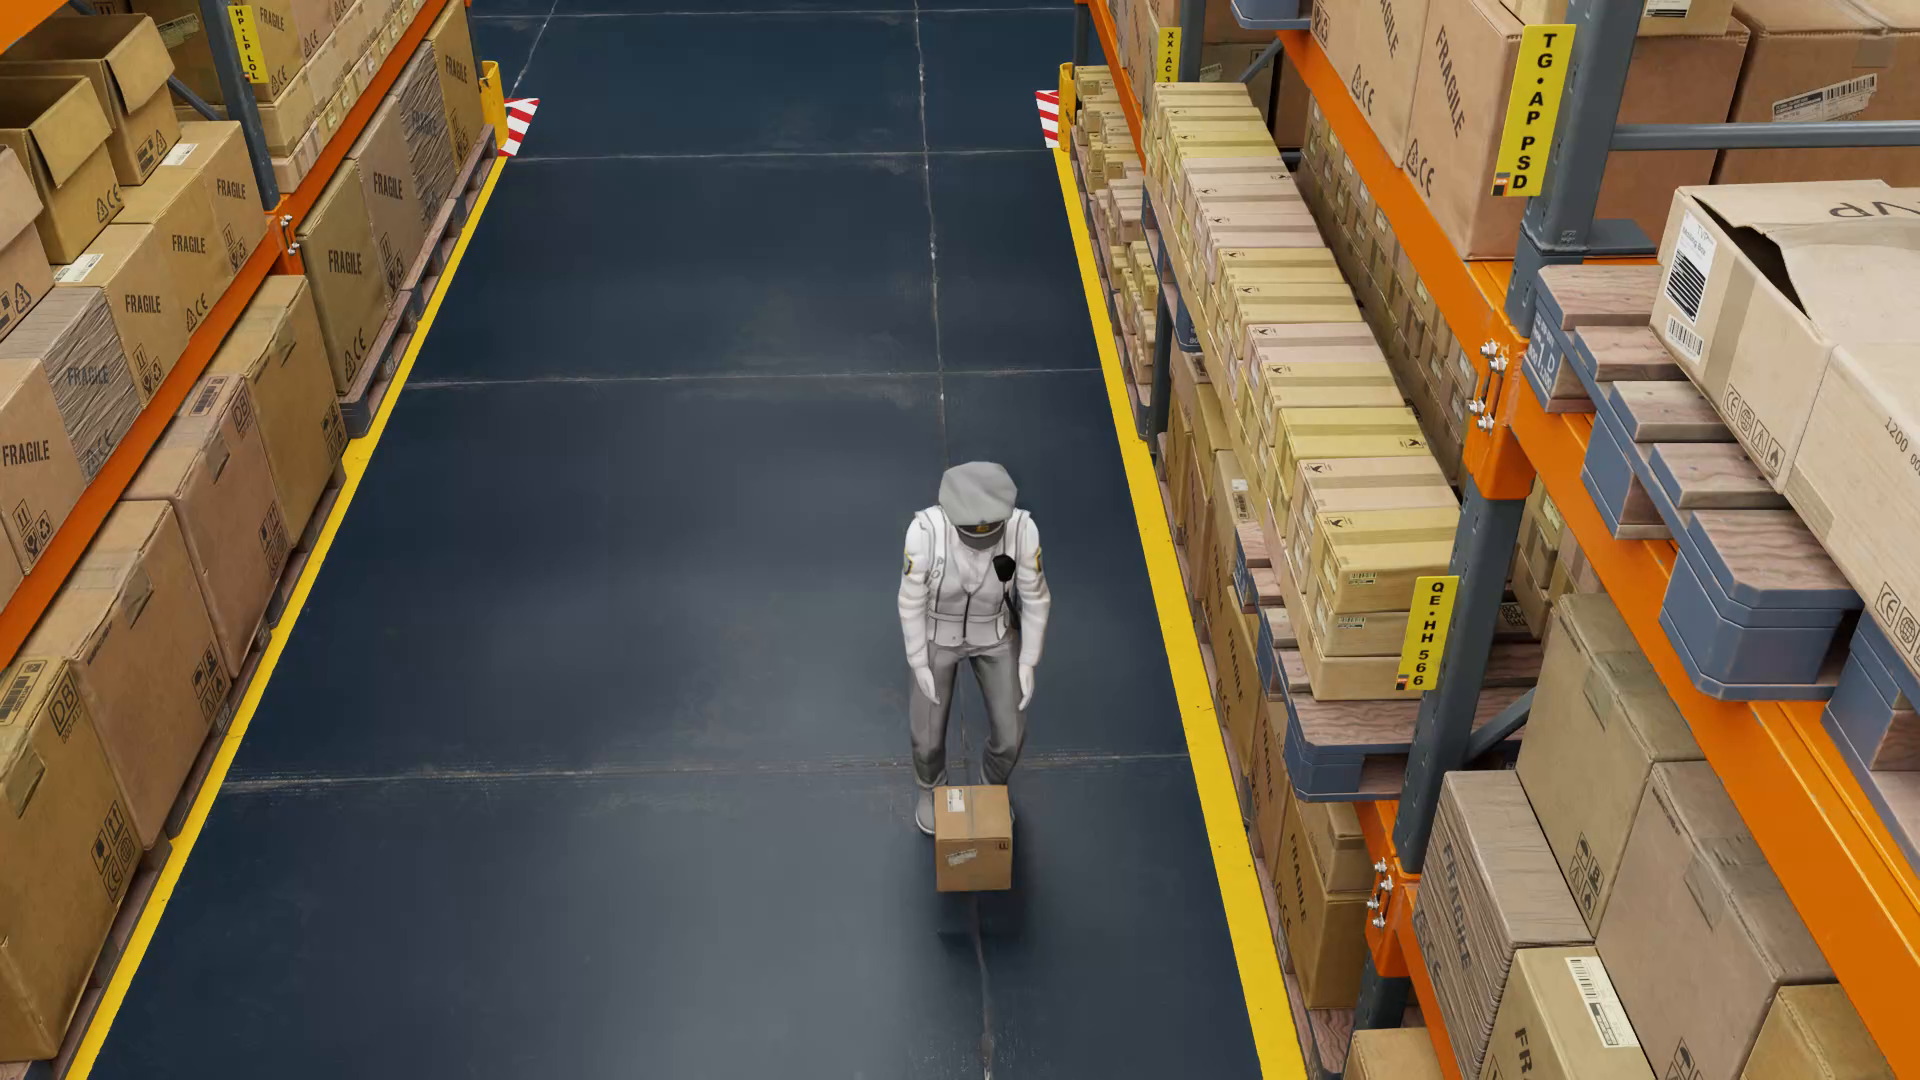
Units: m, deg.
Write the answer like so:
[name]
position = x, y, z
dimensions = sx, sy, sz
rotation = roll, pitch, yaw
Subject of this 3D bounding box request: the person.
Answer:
[person]
position = 0.048, 0.378, 5.702
dimensions = 0.516, 1.576, 0.526
rotation = -1, 35, -2
